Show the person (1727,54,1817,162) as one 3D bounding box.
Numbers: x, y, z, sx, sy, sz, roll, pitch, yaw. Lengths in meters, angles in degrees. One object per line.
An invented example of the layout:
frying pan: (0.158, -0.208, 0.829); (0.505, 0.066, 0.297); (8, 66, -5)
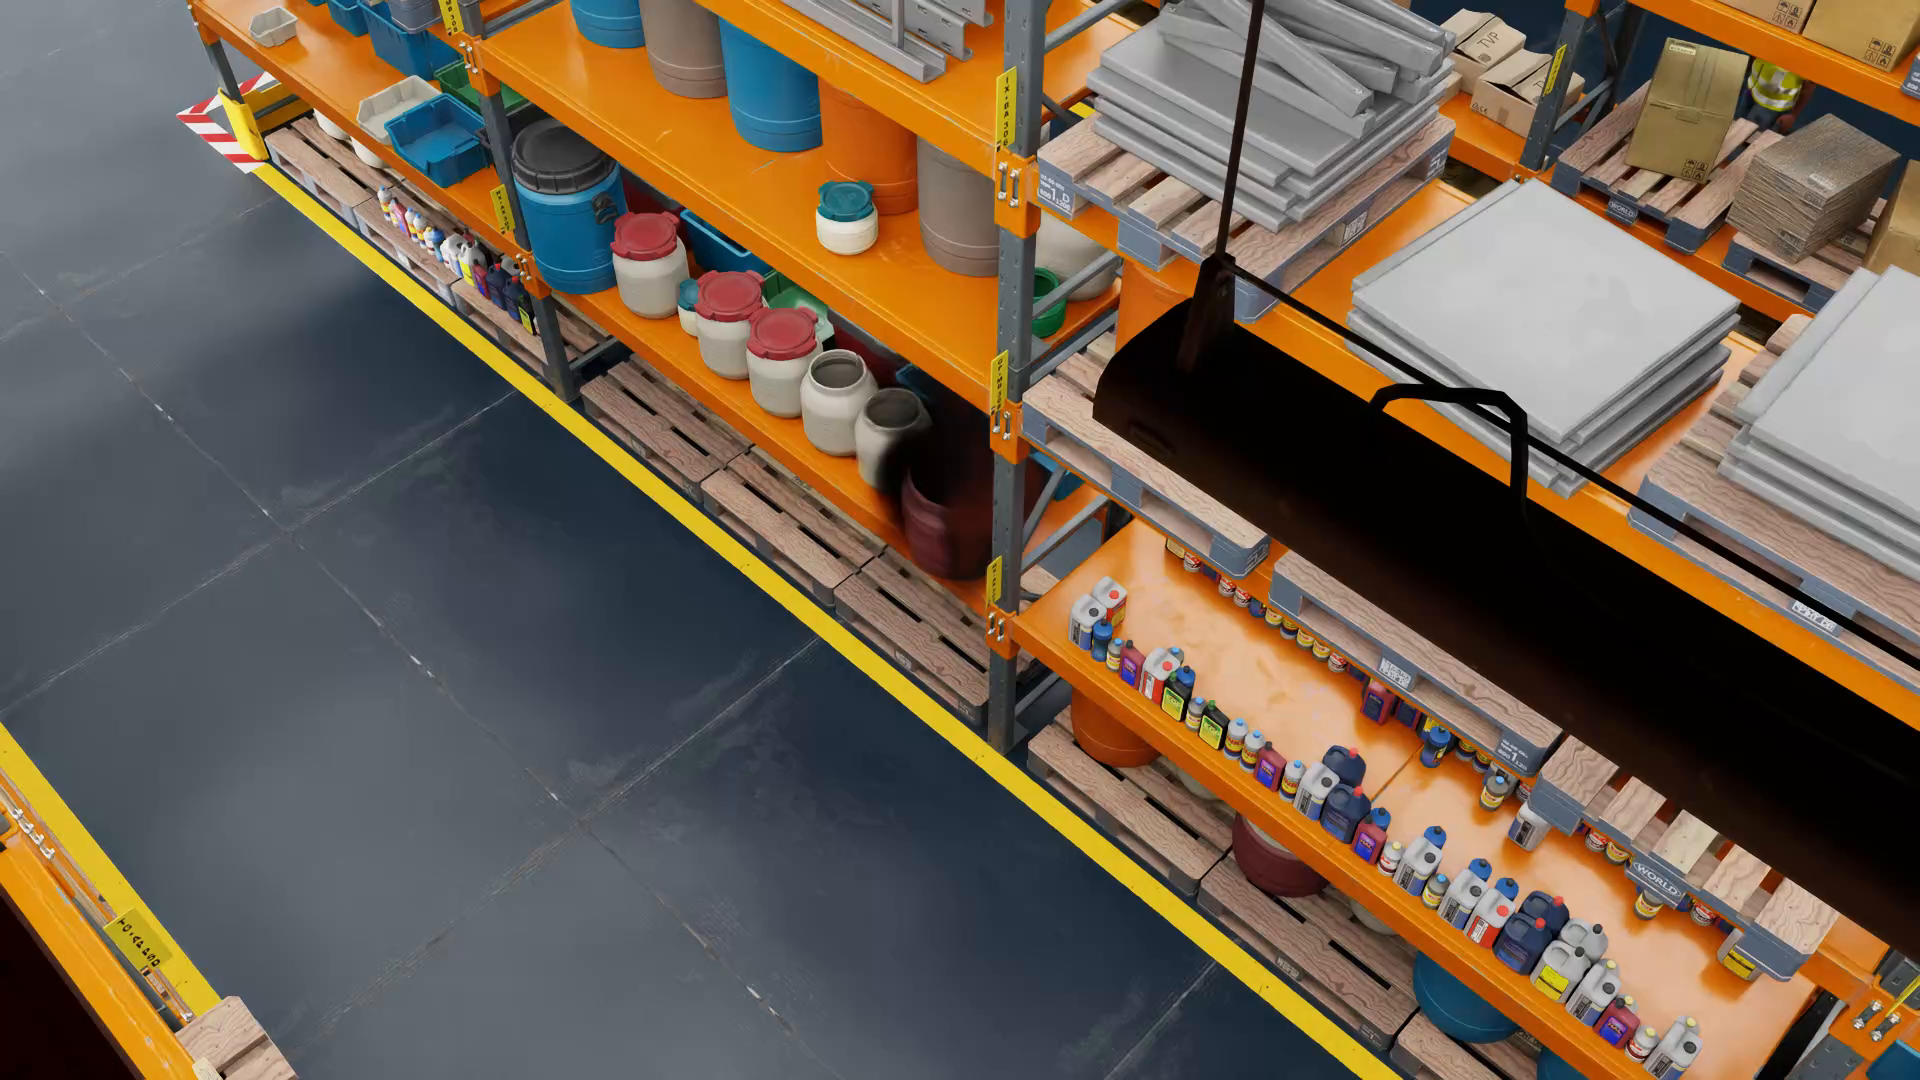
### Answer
person: (5.792, -3.187, 11.923); (0.434, 1.776, 0.612); (1, 50, 1)
